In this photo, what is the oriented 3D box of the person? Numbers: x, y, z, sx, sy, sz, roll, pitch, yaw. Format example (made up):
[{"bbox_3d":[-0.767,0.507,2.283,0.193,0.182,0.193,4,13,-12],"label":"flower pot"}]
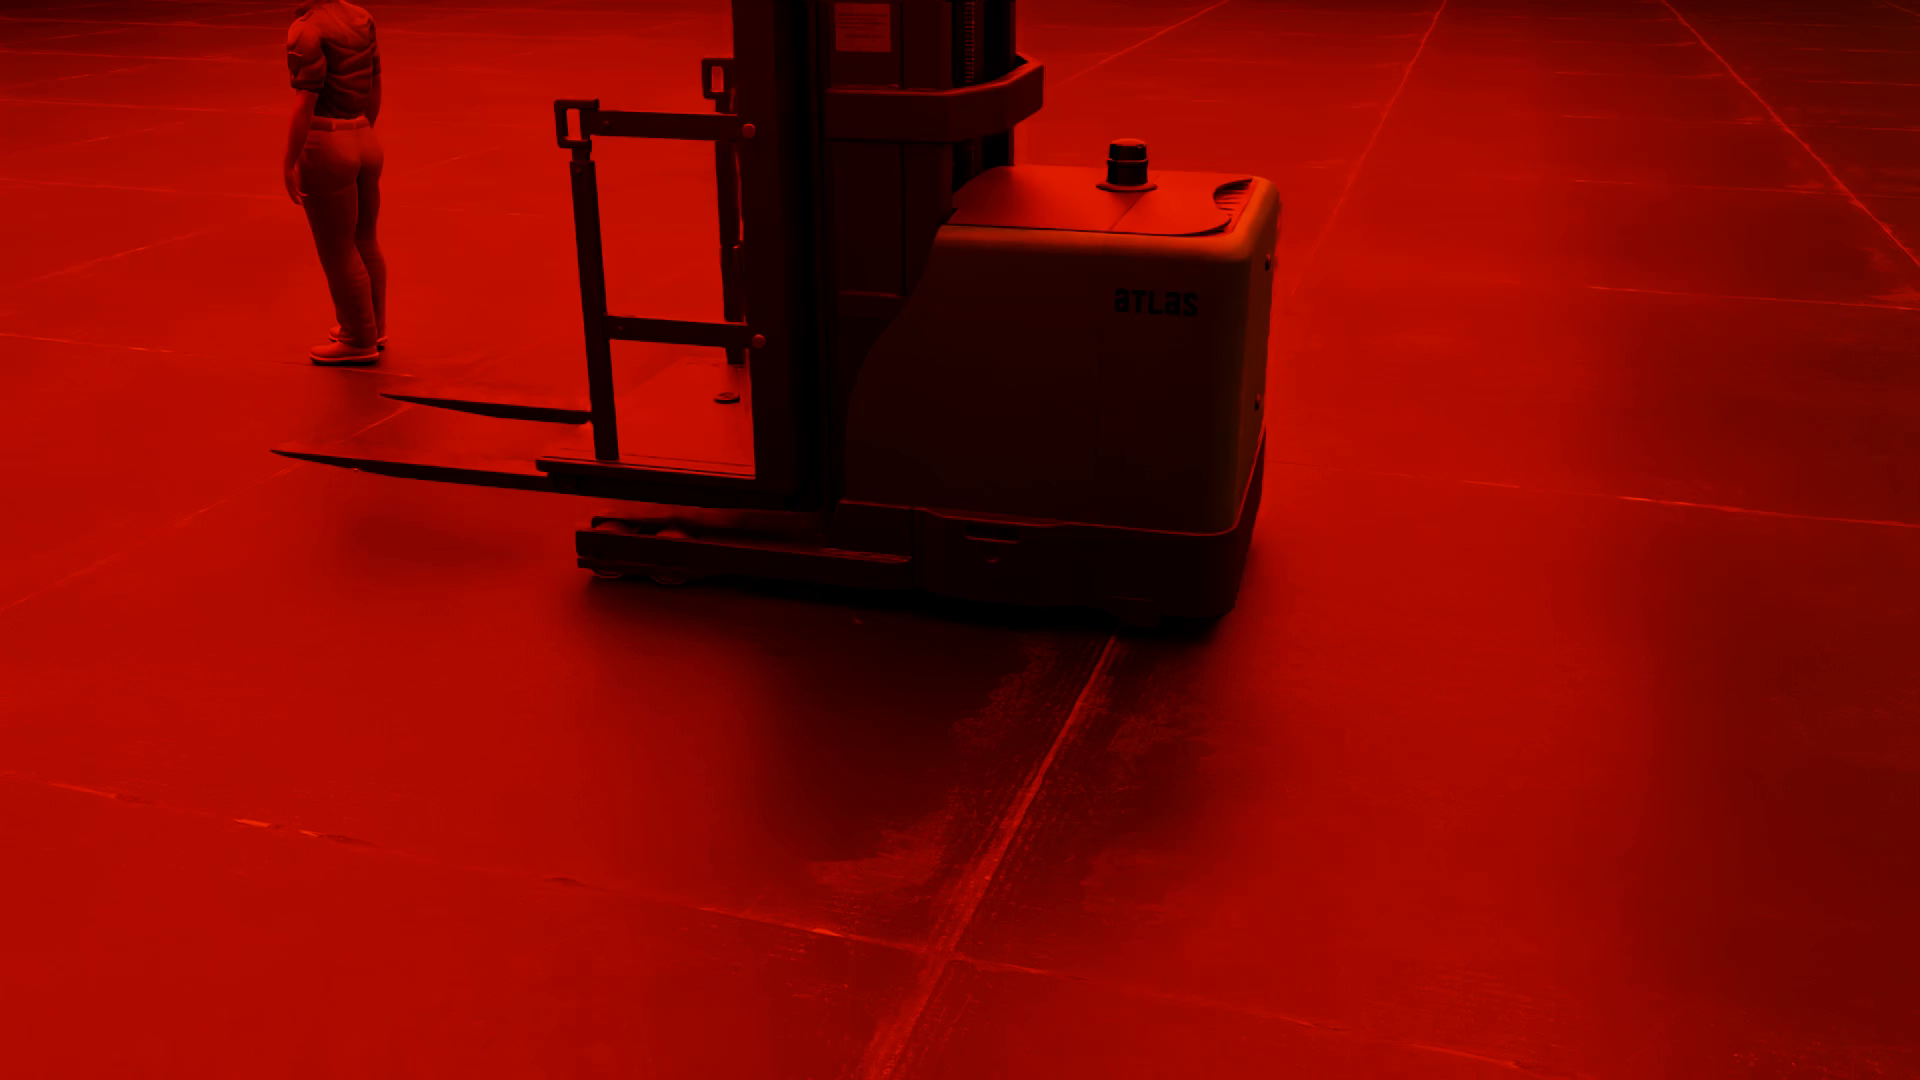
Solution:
[{"bbox_3d":[-2.546,-1.526,6.632,0.503,1.655,0.567,6,23,15],"label":"person"}]

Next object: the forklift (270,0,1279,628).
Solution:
[{"bbox_3d":[-0.623,-1.410,4.694,3.031,2.935,1.130,6,23,13],"label":"forklift"}]
